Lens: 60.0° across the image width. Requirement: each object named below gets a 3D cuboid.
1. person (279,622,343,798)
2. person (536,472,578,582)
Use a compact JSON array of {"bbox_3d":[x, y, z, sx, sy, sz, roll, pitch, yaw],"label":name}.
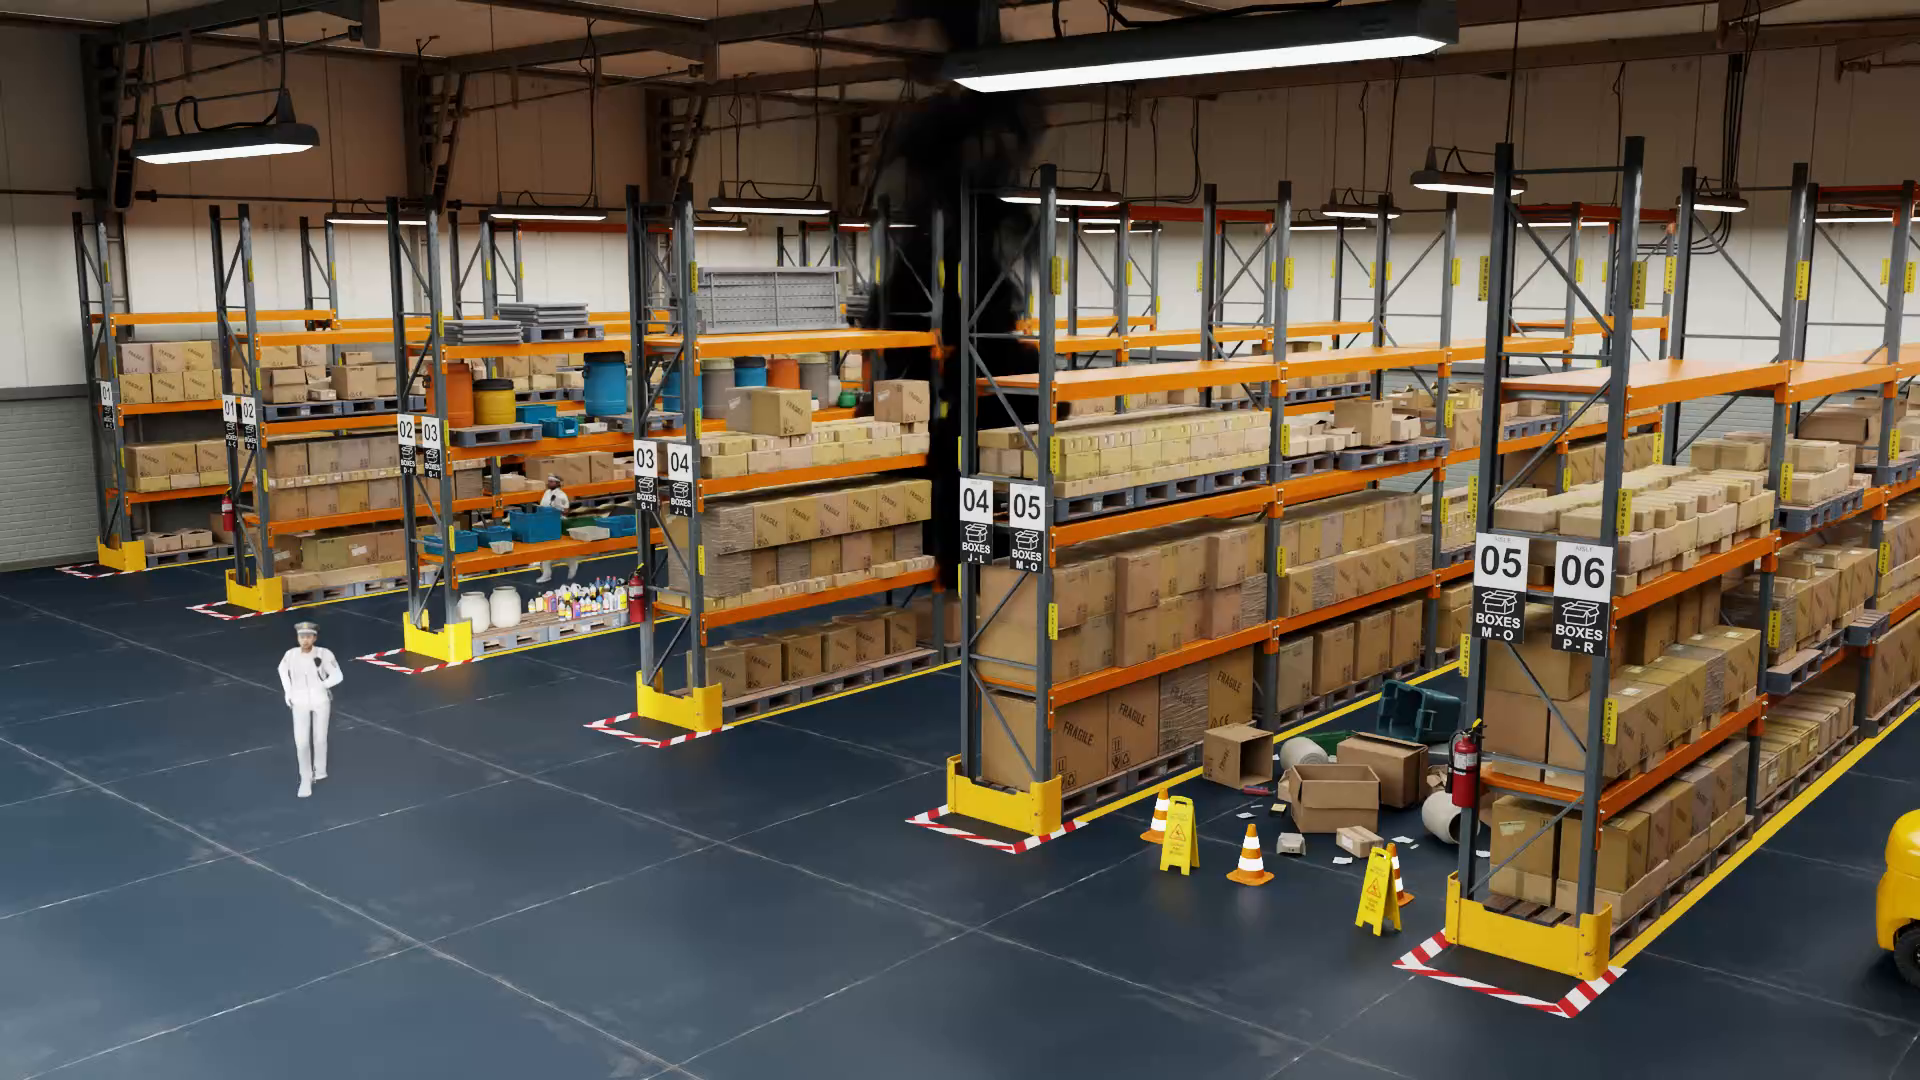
[{"bbox_3d":[-6.384,1.646,16.398,0.598,1.751,0.741,-3,10,-19],"label":"person"},{"bbox_3d":[-6.281,-0.209,25.713,0.588,1.695,0.770,6,11,32],"label":"person"}]
